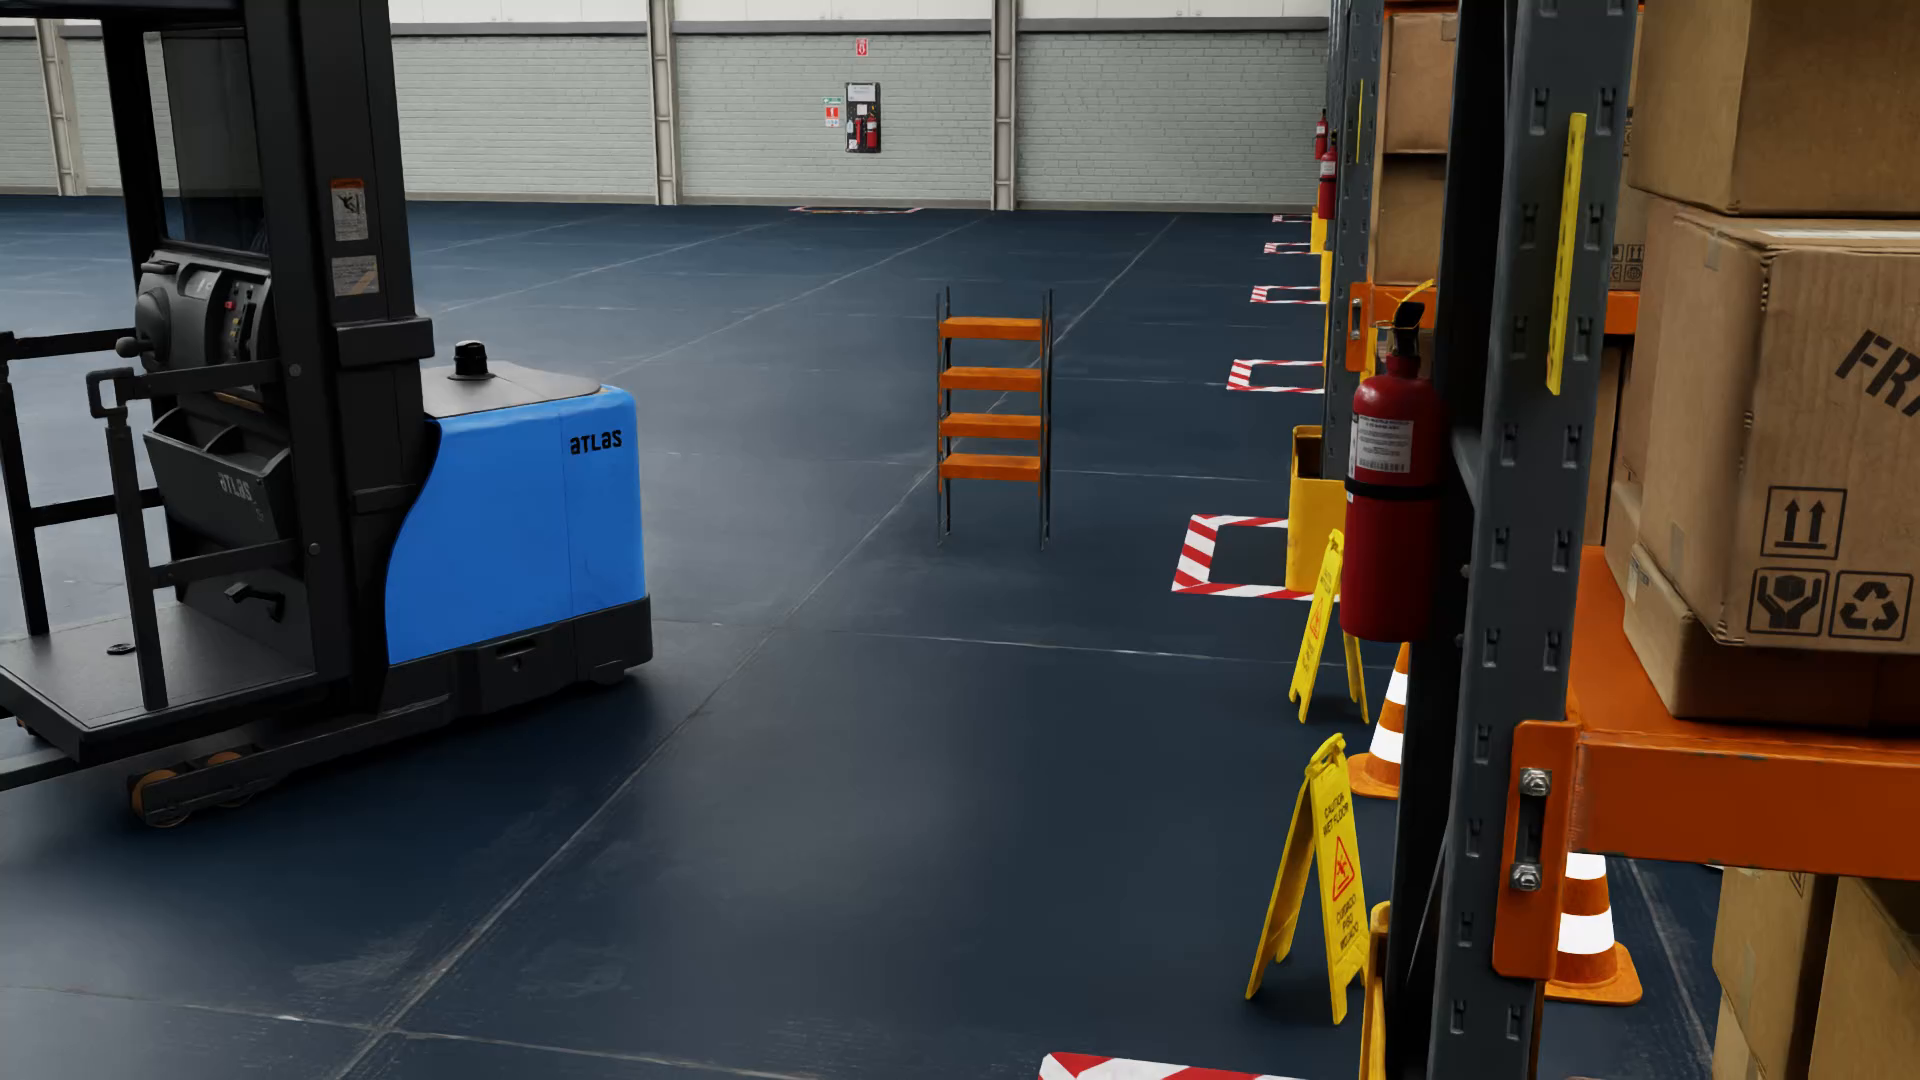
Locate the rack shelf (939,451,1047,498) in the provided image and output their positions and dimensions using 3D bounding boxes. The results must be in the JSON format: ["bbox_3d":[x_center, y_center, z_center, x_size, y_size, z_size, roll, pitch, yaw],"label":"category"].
[{"bbox_3d":[0.162,-0.313,7.871,0.480,0.148,0.258,3,16,11],"label":"rack shelf"}]

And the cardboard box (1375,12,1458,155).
[{"bbox_3d":[2.071,-1.928,7.030,0.550,0.550,0.875,3,16,11],"label":"cardboard box"}]

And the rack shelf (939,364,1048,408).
[{"bbox_3d":[0.162,-0.720,7.758,0.480,0.148,0.258,3,16,11],"label":"rack shelf"}]

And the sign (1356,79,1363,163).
[{"bbox_3d":[1.599,-1.676,6.653,0.005,0.325,0.100,3,16,11],"label":"sign"}]

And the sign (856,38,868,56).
[{"bbox_3d":[-1.660,-8.338,28.131,0.199,0.298,0.001,3,16,11],"label":"sign"}]

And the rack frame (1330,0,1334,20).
[{"bbox_3d":[5.764,-9.436,25.199,0.127,3.000,1.000,3,16,11],"label":"rack frame"}]

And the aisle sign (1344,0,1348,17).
[{"bbox_3d":[1.705,-2.700,7.252,0.004,0.787,0.394,3,16,11],"label":"aisle sign"}]

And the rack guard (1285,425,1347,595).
[{"bbox_3d":[1.691,-0.162,7.640,0.348,0.500,1.175,3,16,11],"label":"rack guard"}]

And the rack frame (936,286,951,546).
[{"bbox_3d":[-0.077,-0.582,7.847,0.015,1.200,0.240,3,16,11],"label":"rack frame"}]

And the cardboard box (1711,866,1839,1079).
[{"bbox_3d":[1.665,0.671,2.911,0.500,0.500,0.500,3,16,11],"label":"cardboard box"}]

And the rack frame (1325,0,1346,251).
[{"bbox_3d":[3.789,-3.953,16.644,0.127,3.000,1.000,3,16,11],"label":"rack frame"}]

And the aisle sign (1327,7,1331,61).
[{"bbox_3d":[5.633,-7.723,25.383,0.004,0.787,0.394,3,16,11],"label":"aisle sign"}]

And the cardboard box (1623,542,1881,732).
[{"bbox_3d":[1.119,0.128,2.380,0.250,0.149,0.380,3,16,11],"label":"cardboard box"}]

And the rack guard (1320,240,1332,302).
[{"bbox_3d":[3.873,-2.757,17.007,0.348,0.500,1.175,3,16,11],"label":"rack guard"}]

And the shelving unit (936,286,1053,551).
[{"bbox_3d":[0.162,-0.569,7.800,0.503,1.200,0.258,3,16,11],"label":"shelving unit"}]

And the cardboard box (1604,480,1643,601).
[{"bbox_3d":[1.237,0.020,2.771,0.250,0.149,0.380,4,16,13],"label":"cardboard box"}]

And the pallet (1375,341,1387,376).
[{"bbox_3d":[3.666,-1.257,12.135,1.213,0.211,1.003,3,16,11],"label":"pallet"}]

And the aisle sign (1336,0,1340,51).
[{"bbox_3d":[3.778,-5.287,16.591,0.004,0.787,0.394,3,16,11],"label":"aisle sign"}]

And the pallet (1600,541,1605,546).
[{"bbox_3d":[2.514,0.001,7.594,1.213,0.211,1.003,3,16,11],"label":"pallet"}]

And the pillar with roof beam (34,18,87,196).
[{"bbox_3d":[-17.755,-9.775,26.425,0.400,9.000,9.100,3,16,11],"label":"pillar with roof beam"}]

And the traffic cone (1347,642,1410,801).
[{"bbox_3d":[1.394,0.535,5.195,0.334,0.463,0.336,3,16,11],"label":"traffic cone"}]

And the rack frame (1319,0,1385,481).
[{"bbox_3d":[1.715,-1.365,7.302,0.127,3.000,1.000,3,16,11],"label":"rack frame"}]

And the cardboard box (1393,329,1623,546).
[{"bbox_3d":[2.393,-0.525,7.461,0.875,0.875,0.875,3,16,11],"label":"cardboard box"}]

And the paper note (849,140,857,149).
[{"bbox_3d":[-1.831,-6.797,28.562,0.142,0.148,0.016,3,16,11],"label":"paper note"}]

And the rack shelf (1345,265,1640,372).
[{"bbox_3d":[3.675,-0.912,7.014,4.000,0.370,1.077,3,16,11],"label":"rack shelf"}]

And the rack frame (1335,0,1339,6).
[{"bbox_3d":[4.780,-8.140,20.520,0.127,3.000,1.000,3,16,11],"label":"rack frame"}]

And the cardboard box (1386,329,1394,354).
[{"bbox_3d":[3.411,-1.618,12.108,0.500,0.500,0.500,6,17,21],"label":"cardboard box"}]

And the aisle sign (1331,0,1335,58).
[{"bbox_3d":[4.774,-6.582,21.264,0.004,0.787,0.394,3,16,11],"label":"aisle sign"}]

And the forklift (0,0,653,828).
[{"bbox_3d":[-2.523,-0.716,5.085,1.130,2.935,3.031,14,21,42],"label":"forklift"}]

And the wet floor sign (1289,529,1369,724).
[{"bbox_3d":[1.292,0.286,5.752,0.232,0.644,0.267,0,15,1],"label":"wet floor sign"}]

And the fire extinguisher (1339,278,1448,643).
[{"bbox_3d":[0.807,-0.154,3.075,0.183,0.674,0.296,3,16,11],"label":"fire extinguisher"}]

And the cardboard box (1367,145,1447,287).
[{"bbox_3d":[2.088,-1.430,7.253,0.550,0.550,0.875,3,16,11],"label":"cardboard box"}]

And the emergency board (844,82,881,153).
[{"bbox_3d":[-1.672,-7.194,28.345,0.643,1.169,0.194,3,16,11],"label":"emergency board"}]

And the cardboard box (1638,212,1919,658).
[{"bbox_3d":[1.237,-0.159,2.202,0.500,0.500,0.500,3,16,10],"label":"cardboard box"}]

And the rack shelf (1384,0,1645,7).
[{"bbox_3d":[4.762,-3.650,11.278,4.000,0.370,1.077,3,16,11],"label":"rack shelf"}]

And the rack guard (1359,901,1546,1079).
[{"bbox_3d":[0.902,1.144,2.927,0.348,0.500,1.175,3,16,11],"label":"rack guard"}]
